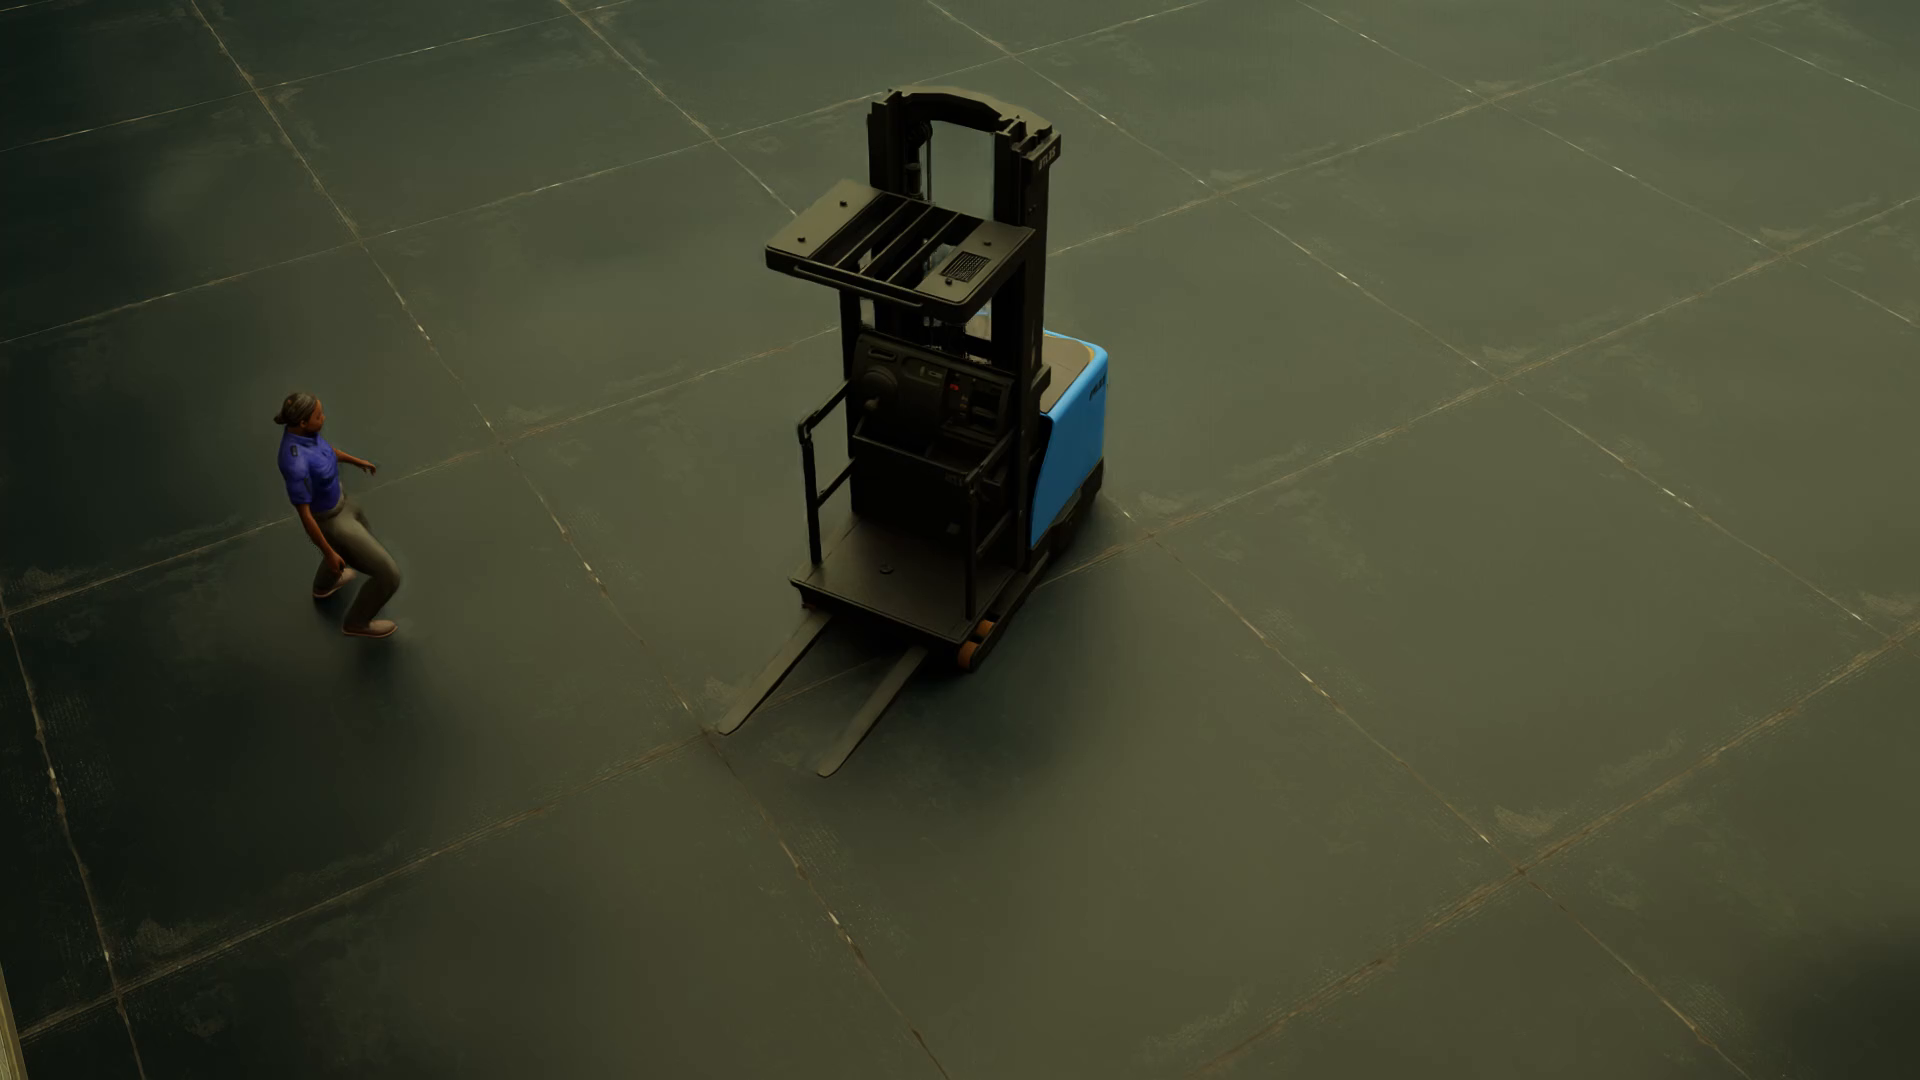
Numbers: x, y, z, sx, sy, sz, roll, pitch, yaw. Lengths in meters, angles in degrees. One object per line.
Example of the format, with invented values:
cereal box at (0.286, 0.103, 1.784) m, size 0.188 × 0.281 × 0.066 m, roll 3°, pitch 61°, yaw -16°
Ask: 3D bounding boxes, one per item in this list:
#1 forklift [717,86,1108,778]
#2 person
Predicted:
forklift at (-0.254, -0.718, 8.692) m, size 1.130 × 2.935 × 3.031 m, roll 19°, pitch 45°, yaw 21°
person at (-3.433, -0.158, 9.132) m, size 0.615 × 1.549 × 0.863 m, roll -8°, pitch 42°, yaw -10°
